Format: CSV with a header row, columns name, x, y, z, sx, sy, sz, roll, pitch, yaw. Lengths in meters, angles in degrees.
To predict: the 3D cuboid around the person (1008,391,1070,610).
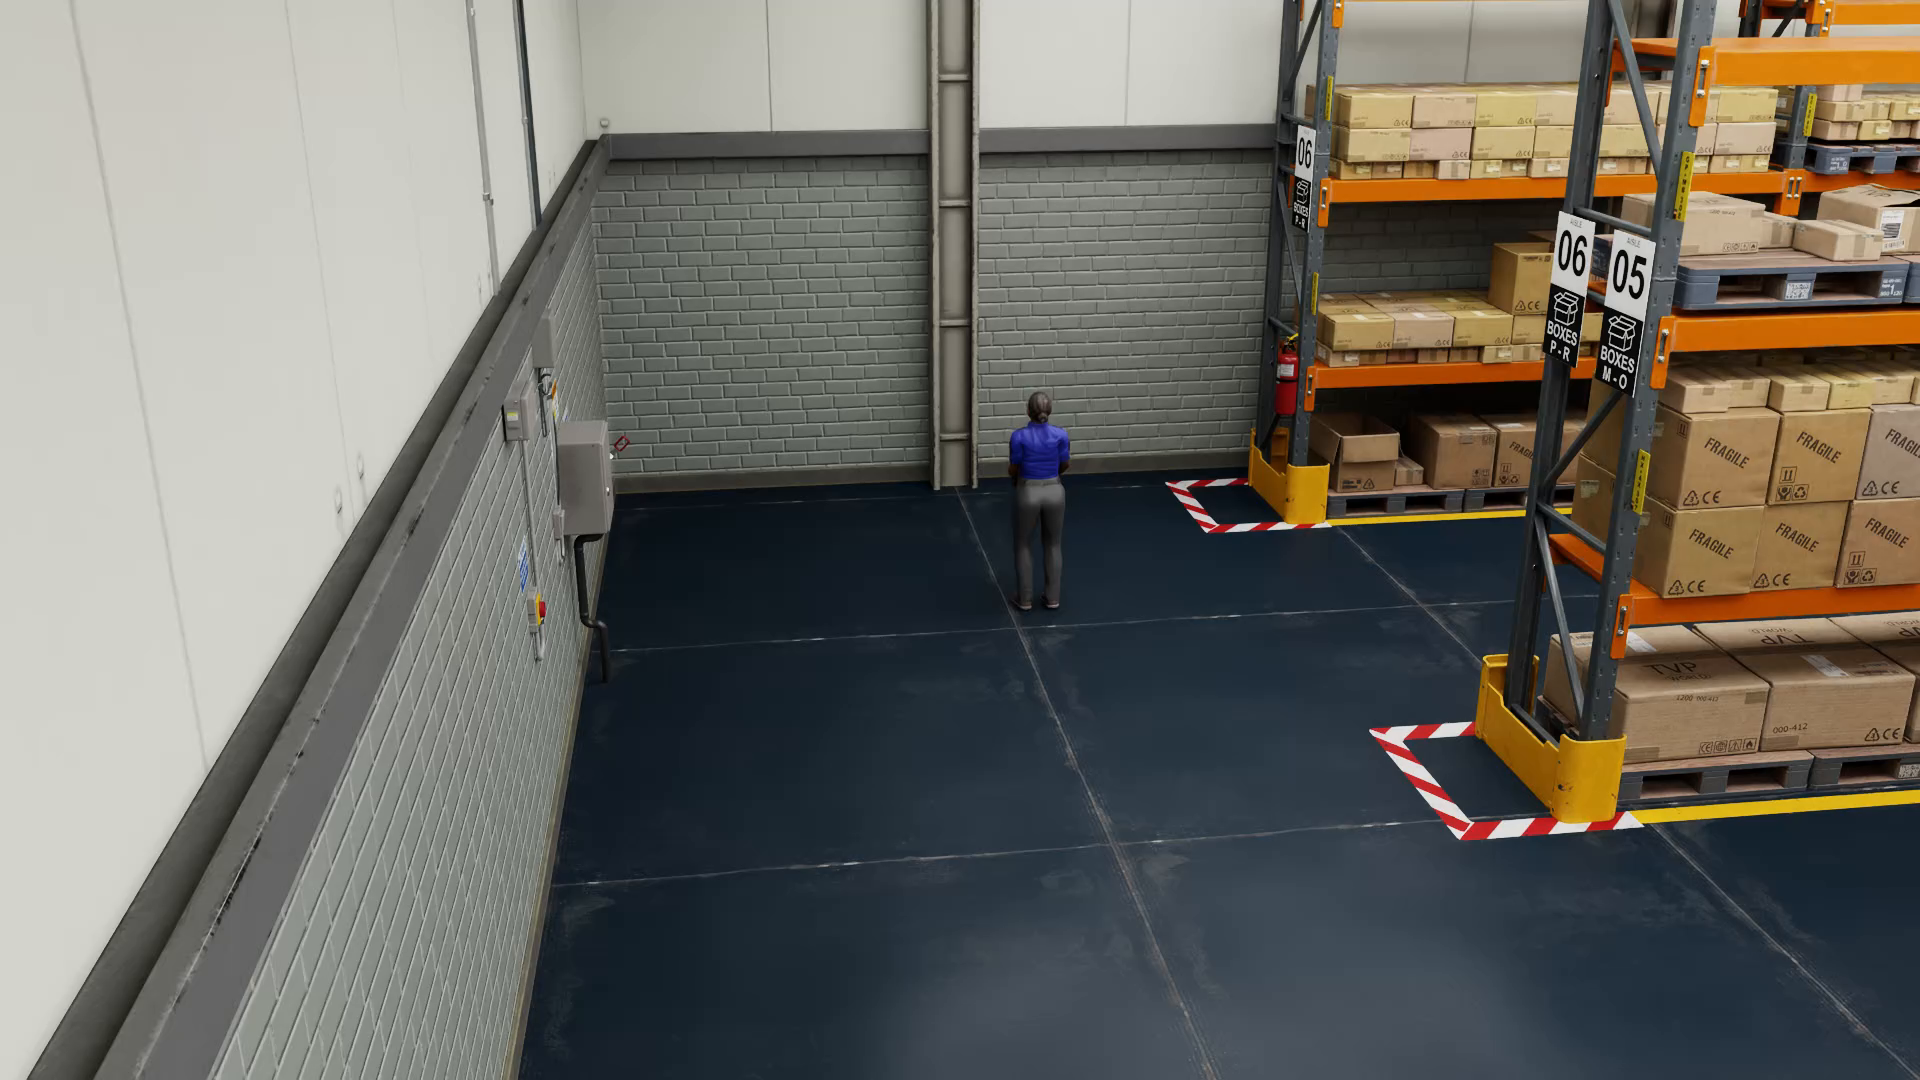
name,x,y,z,sx,sy,sz,roll,pitch,yaw
person,0.553,-0.302,11.921,0.450,1.647,0.518,-3,20,-7
